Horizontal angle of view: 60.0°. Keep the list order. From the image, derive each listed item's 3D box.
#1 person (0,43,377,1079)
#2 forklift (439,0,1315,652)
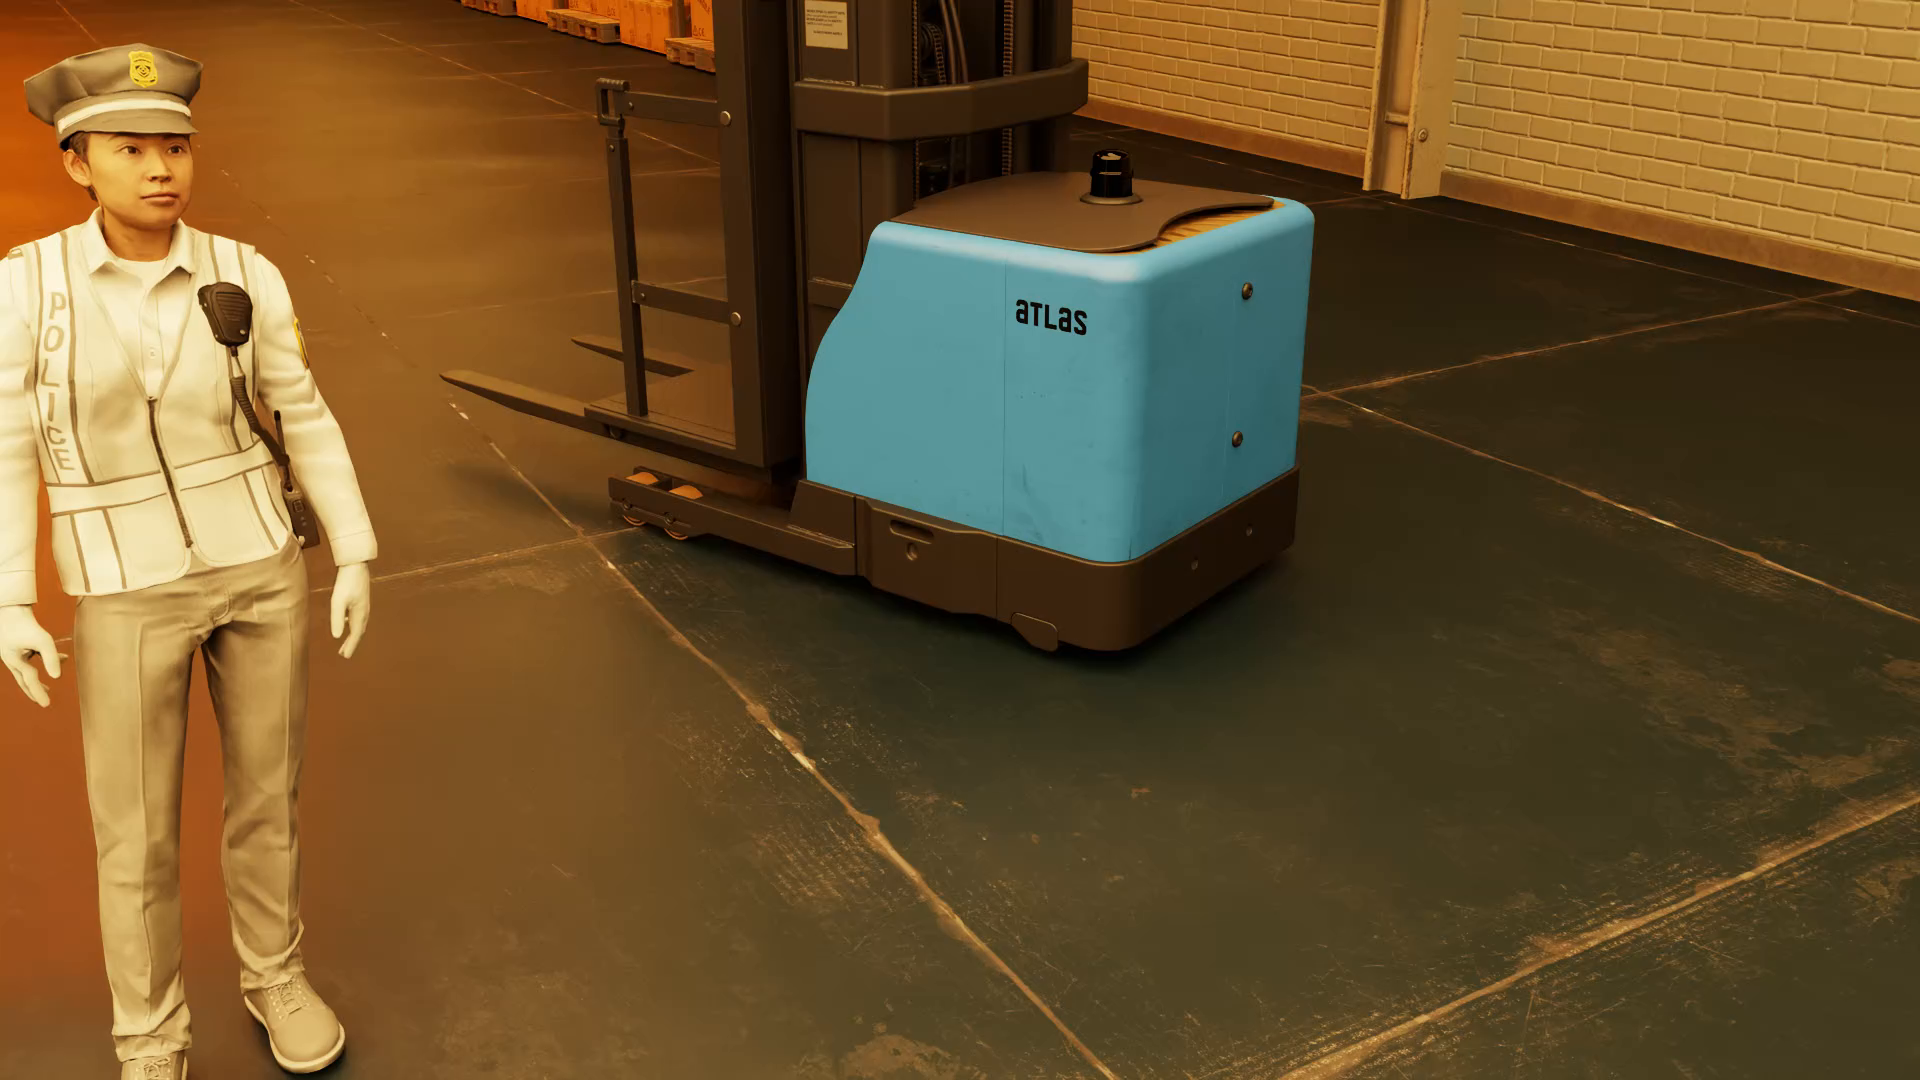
[{"bbox_3d":[-1.214,0.098,2.645,0.588,1.694,0.529,-14,26,-30],"label":"person"},{"bbox_3d":[-0.481,-1.497,4.922,3.031,2.935,1.130,16,27,34],"label":"forklift"}]
